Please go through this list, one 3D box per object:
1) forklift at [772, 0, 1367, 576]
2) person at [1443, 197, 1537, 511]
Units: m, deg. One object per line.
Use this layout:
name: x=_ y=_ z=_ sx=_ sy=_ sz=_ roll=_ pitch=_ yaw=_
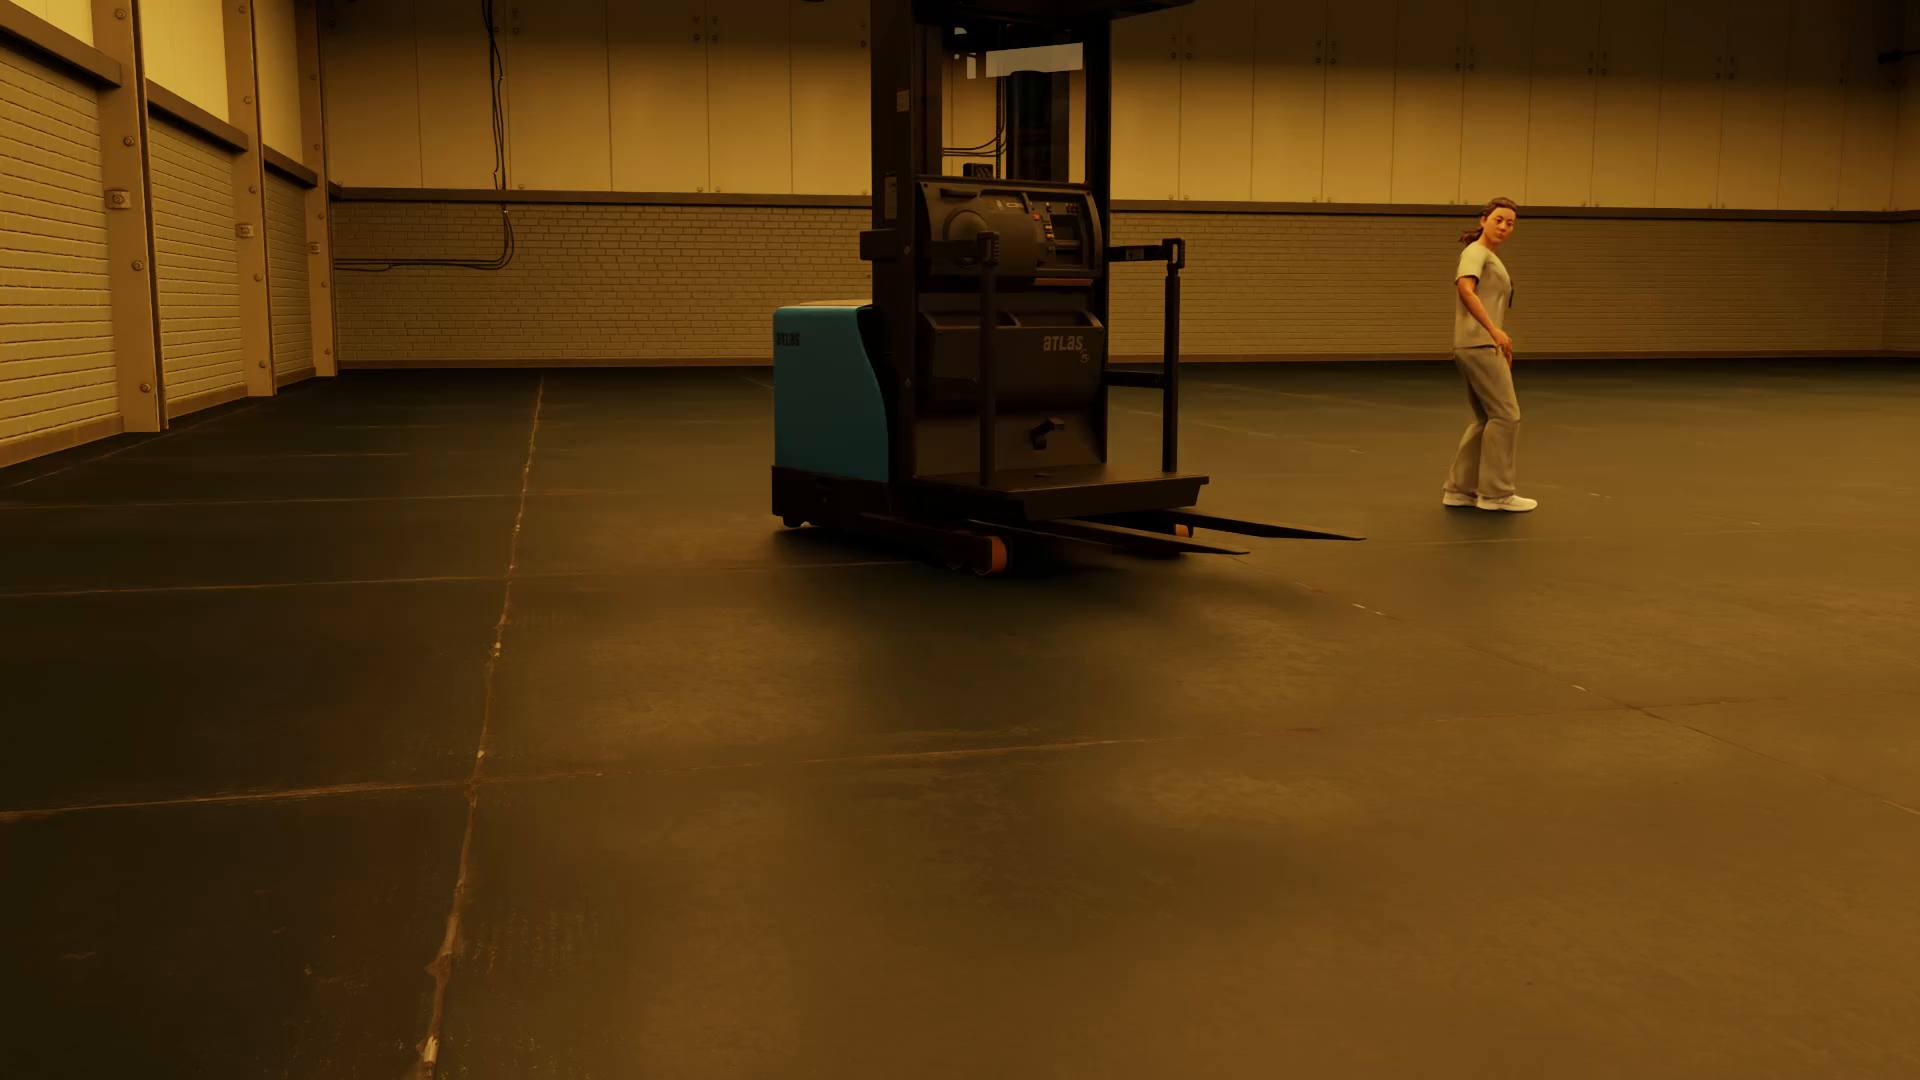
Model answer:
forklift: x=0.355 y=-1.383 z=7.015 sx=1.130 sy=2.935 sz=3.031 roll=-6 pitch=10 yaw=-35
person: x=2.849 y=-0.986 z=8.855 sx=0.478 sy=1.641 sz=0.630 roll=2 pitch=8 yaw=15
